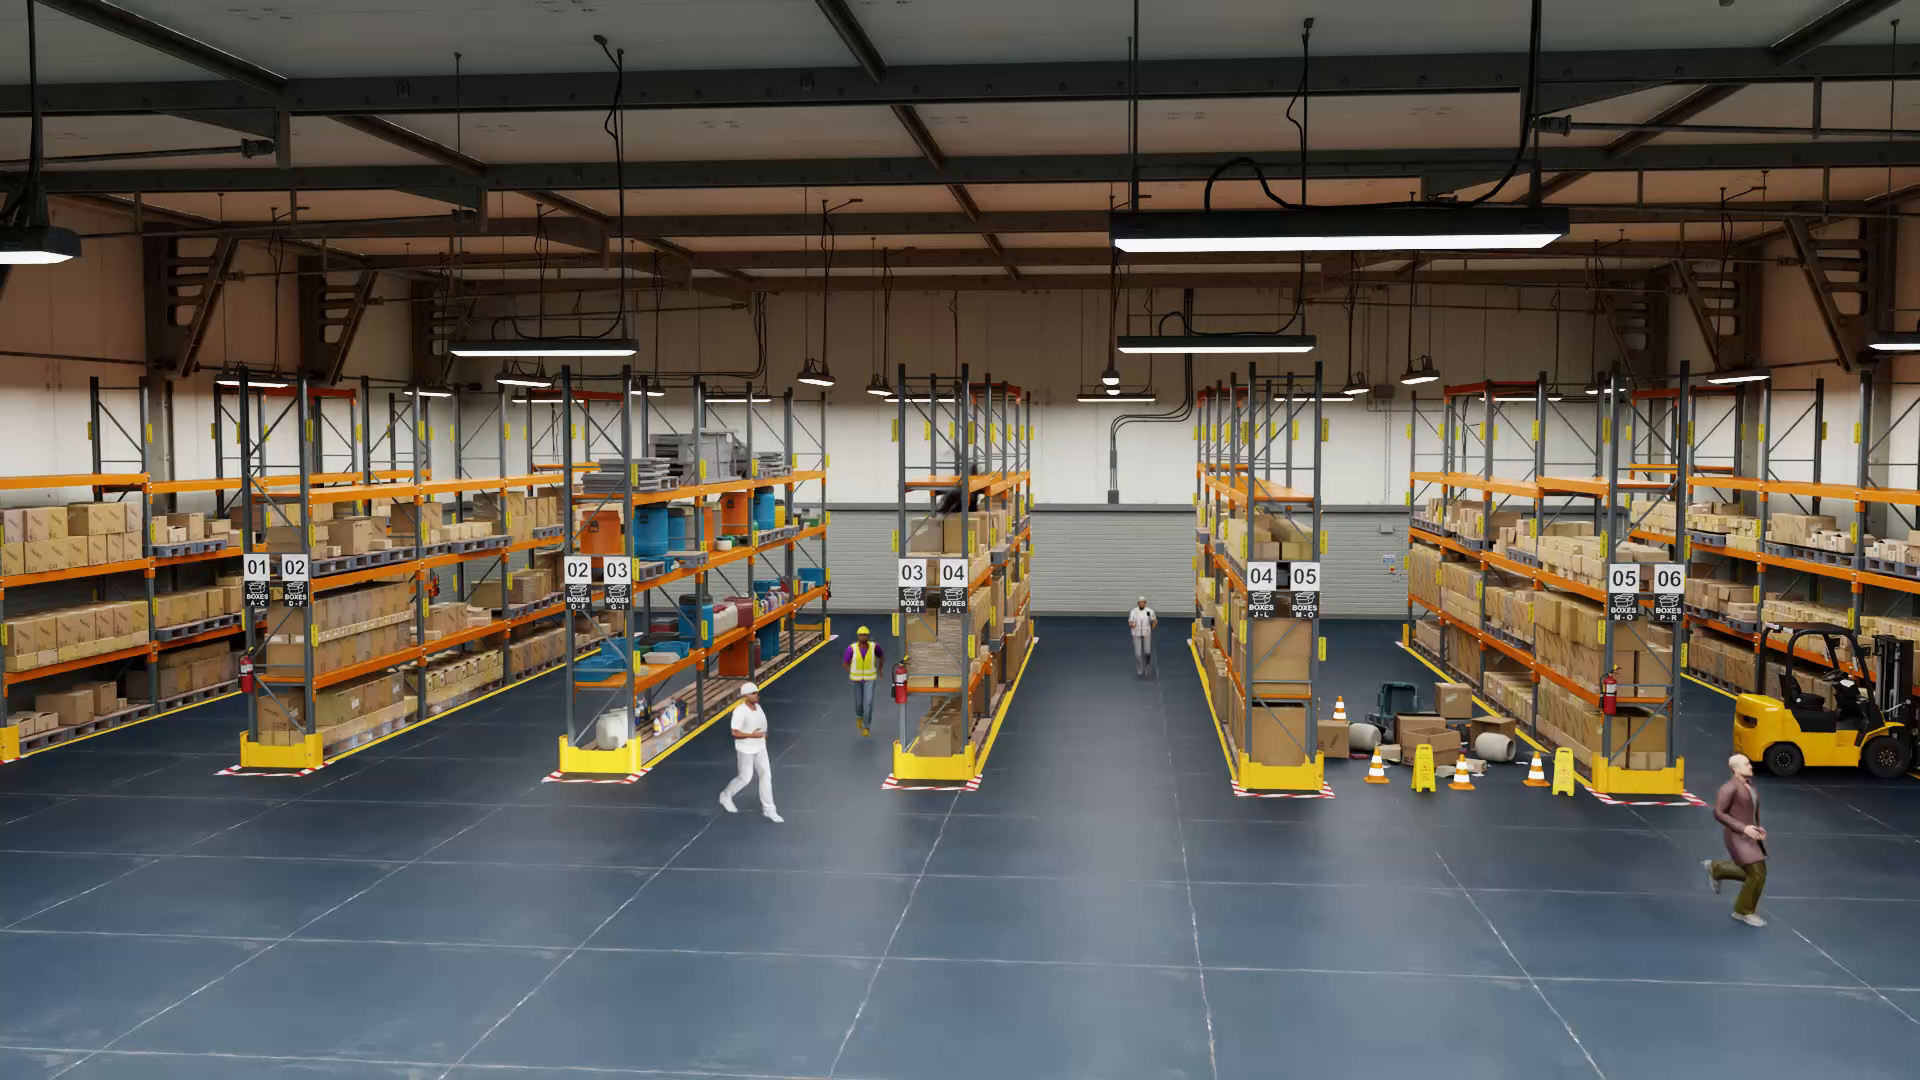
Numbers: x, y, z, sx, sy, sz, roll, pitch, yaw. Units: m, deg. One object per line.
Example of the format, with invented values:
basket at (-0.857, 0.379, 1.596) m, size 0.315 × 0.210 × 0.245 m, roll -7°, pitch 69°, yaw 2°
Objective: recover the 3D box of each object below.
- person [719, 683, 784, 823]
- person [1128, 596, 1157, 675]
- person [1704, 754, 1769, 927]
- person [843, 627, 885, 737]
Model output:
person at (-2.714, 2.727, 21.464) m, size 0.957 × 1.788 × 0.694 m, roll 2°, pitch 4°, yaw 32°
person at (3.759, 1.982, 34.275) m, size 0.591 × 1.638 × 0.576 m, roll 1°, pitch 4°, yaw 9°
person at (8.000, 3.061, 17.139) m, size 0.722 × 1.725 × 0.712 m, roll -3°, pitch 5°, yaw -43°
person at (-1.570, 2.272, 27.093) m, size 0.681 × 1.755 × 0.948 m, roll 0°, pitch 4°, yaw -2°
